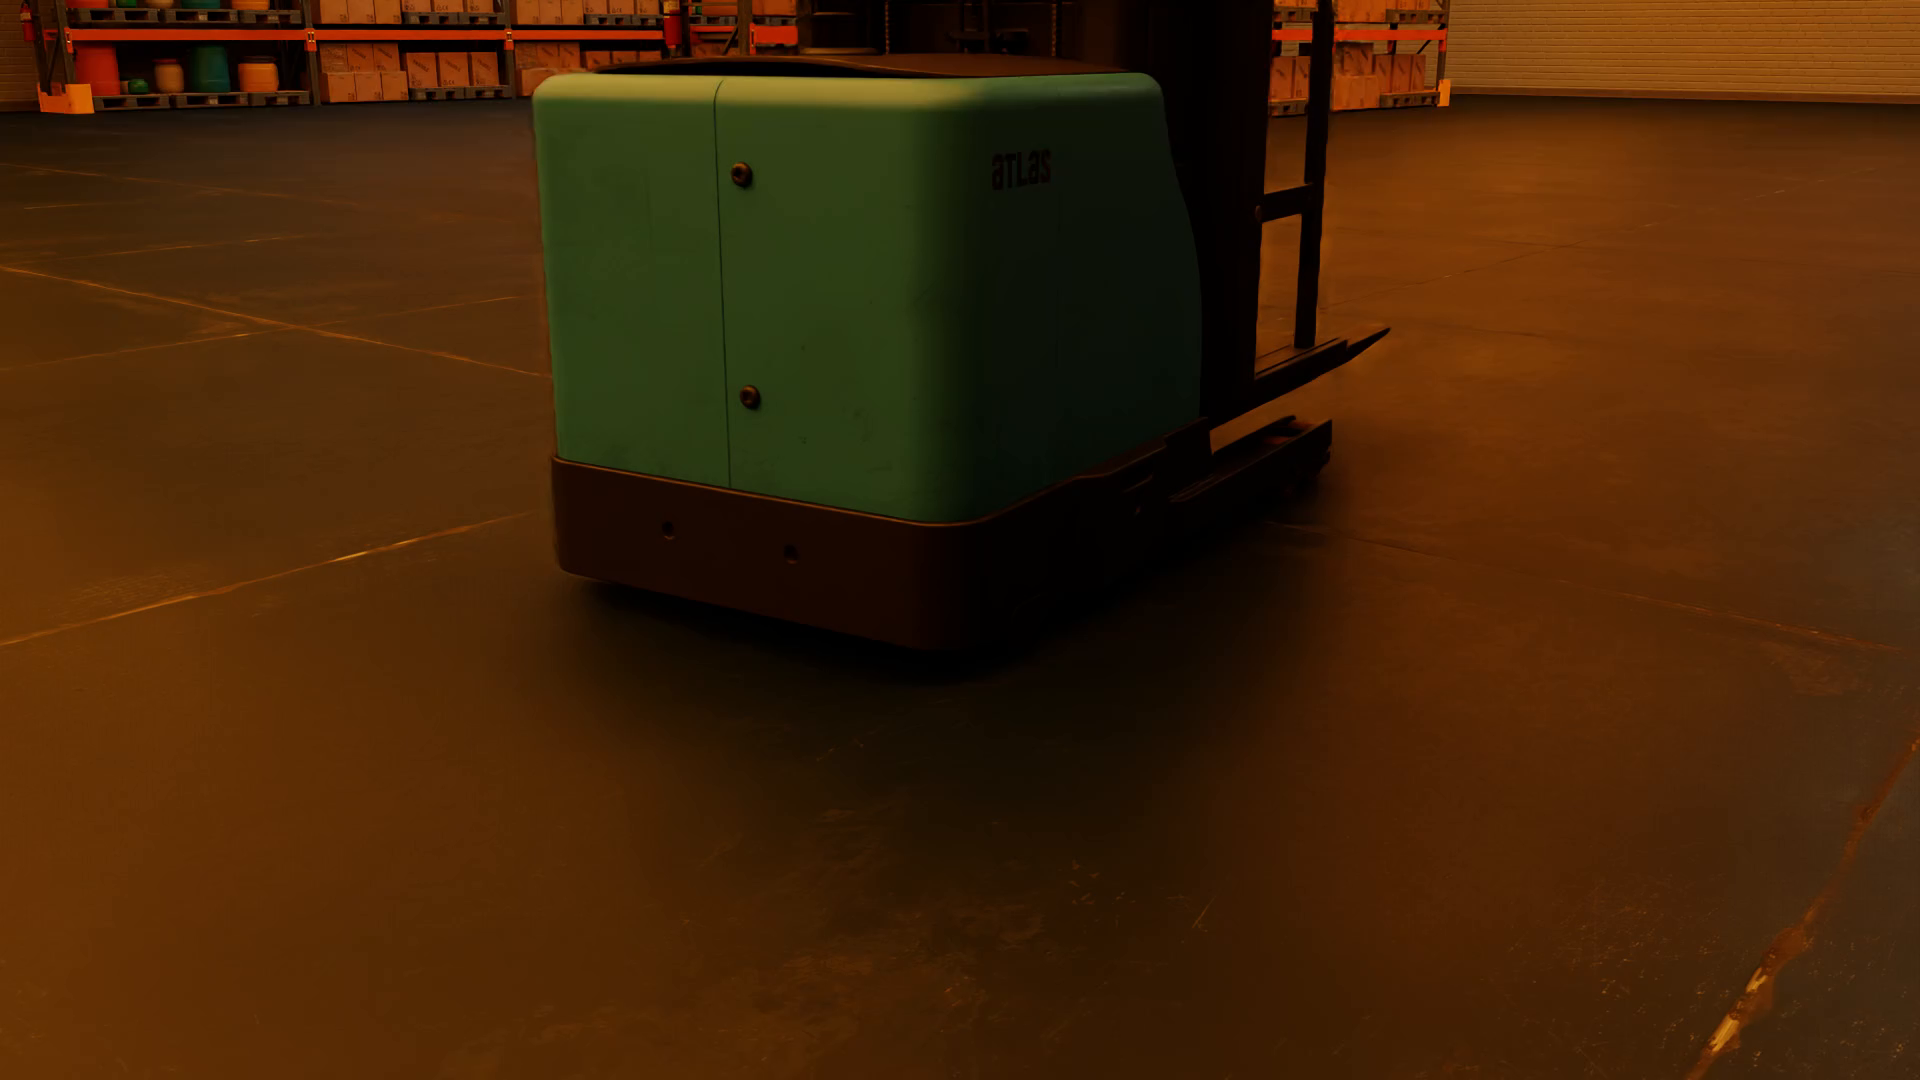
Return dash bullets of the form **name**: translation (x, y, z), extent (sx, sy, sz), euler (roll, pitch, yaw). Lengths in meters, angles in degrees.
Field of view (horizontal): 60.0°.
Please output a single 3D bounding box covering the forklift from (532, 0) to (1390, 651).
- **forklift**: translation (0.345, -1.573, 4.079), extent (1.130, 2.935, 3.031), euler (10, 20, 30)
